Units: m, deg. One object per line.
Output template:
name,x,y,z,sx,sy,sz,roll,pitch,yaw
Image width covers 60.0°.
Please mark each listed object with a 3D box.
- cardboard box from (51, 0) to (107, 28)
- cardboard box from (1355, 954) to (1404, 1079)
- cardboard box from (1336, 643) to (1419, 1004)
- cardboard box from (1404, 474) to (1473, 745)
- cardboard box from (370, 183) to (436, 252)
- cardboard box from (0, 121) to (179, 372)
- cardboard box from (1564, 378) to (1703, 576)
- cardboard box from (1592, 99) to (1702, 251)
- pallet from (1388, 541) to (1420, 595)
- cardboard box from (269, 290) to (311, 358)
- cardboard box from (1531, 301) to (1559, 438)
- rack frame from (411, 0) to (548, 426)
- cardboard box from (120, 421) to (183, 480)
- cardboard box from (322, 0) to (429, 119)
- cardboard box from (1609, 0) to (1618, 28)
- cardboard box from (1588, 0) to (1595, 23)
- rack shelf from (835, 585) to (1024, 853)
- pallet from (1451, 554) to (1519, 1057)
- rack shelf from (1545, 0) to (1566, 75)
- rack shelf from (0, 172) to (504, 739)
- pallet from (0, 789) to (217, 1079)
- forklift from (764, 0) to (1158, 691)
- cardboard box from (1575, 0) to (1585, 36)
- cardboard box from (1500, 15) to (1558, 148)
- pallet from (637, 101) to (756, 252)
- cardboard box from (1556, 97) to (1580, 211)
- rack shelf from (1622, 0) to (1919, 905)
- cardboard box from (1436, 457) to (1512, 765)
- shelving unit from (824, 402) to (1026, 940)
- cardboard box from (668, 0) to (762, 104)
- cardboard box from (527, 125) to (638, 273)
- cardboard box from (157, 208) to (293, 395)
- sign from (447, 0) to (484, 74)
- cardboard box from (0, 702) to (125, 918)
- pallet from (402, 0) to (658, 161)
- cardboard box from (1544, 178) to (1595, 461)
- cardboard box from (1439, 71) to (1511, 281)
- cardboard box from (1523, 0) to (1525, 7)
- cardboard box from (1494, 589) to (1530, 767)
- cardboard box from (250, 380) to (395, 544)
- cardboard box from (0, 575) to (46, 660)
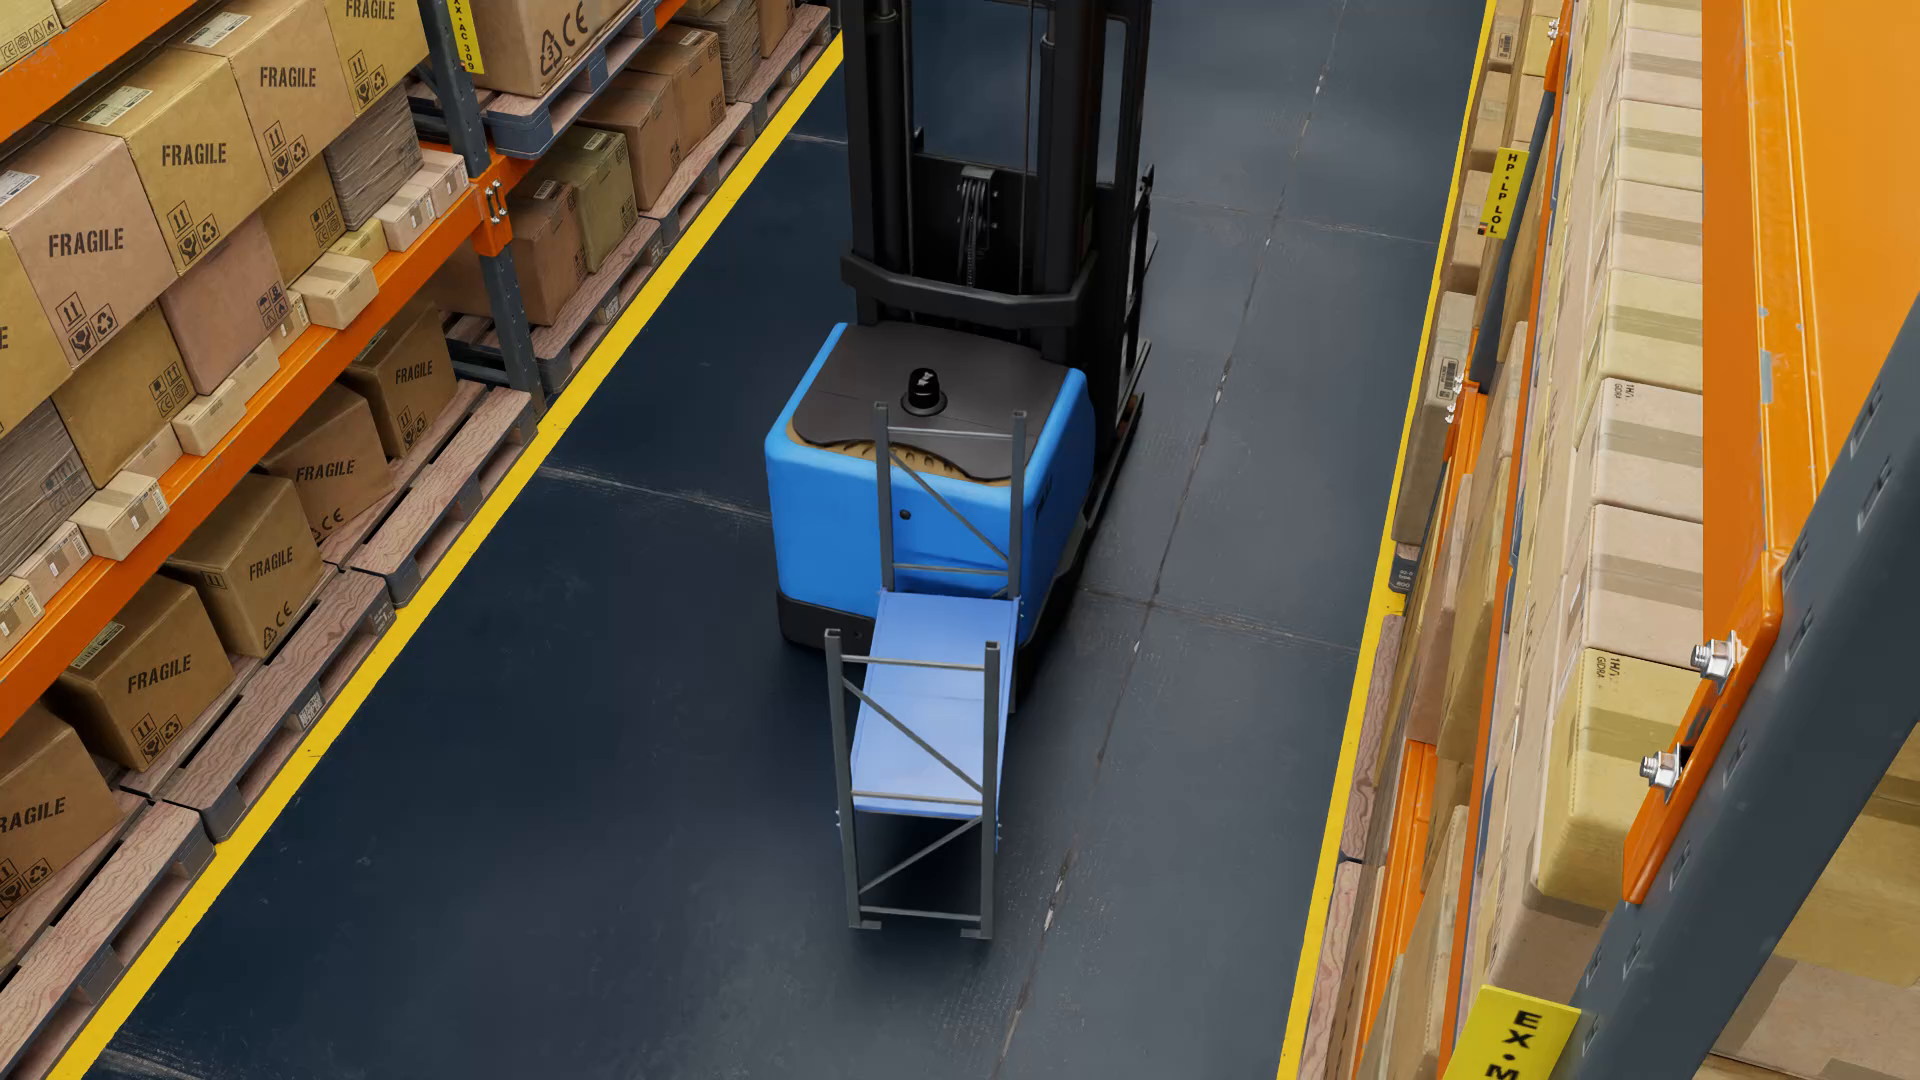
cardboard box,-2.626,-1.714,4.719,0.500,0.250,0.500,12,46,12
cardboard box,1.281,1.361,3.506,0.875,0.550,0.550,13,46,13
cardboard box,1.751,0.992,5.210,0.875,0.875,0.875,13,46,13
cardboard box,1.756,0.278,4.613,0.875,0.550,0.550,13,46,13
cardboard box,-2.289,-1.282,6.494,0.380,0.149,0.250,13,46,13
cardboard box,-2.750,-0.884,4.908,0.500,0.500,0.500,13,46,13
cardboard box,0.999,-0.044,2.142,0.380,0.149,0.250,13,46,13
cardboard box,1.230,-0.554,2.664,0.380,0.149,0.250,12,46,12
pallet,2.439,-0.157,7.159,1.003,0.211,1.213,13,46,13
cardboard box,-2.593,-0.799,6.000,0.380,0.149,0.250,13,46,13
cardboard box,1.229,-0.266,2.939,0.380,0.149,0.250,13,46,13
rack frame,-2.419,-1.742,6.784,1.000,3.000,0.127,13,46,13
cardboard box,-2.821,-0.299,5.490,0.380,0.149,0.250,13,46,13
cardboard box,-2.293,-1.883,5.929,0.500,0.500,0.500,13,46,13
cardboard box,1.459,-1.058,3.178,0.380,0.149,0.250,12,46,12
cardboard box,1.711,-1.331,3.743,0.500,0.250,0.500,12,46,12
rack shelf,-0.084,0.592,5.729,0.538,0.185,1.000,4,45,4
pallet,1.281,0.505,2.406,1.003,0.211,1.213,13,46,13
rack shelf,2.883,-2.772,6.206,1.077,0.370,4.000,13,46,13
rack shelf,-3.025,-0.151,5.673,1.077,0.370,4.000,13,46,13
pallet,-3.328,1.337,5.632,1.003,0.211,1.213,13,46,13
forklift,0.212,-1.506,6.592,1.130,2.935,3.031,13,46,13
cardboard box,1.690,-1.282,3.978,0.380,0.149,0.250,12,46,12
cardboard box,2.487,-1.738,6.708,0.500,0.500,0.500,13,46,13
pallet,-1.817,-2.080,9.124,1.003,0.211,1.213,13,46,13
cardboard box,1.459,-0.772,3.456,0.380,0.149,0.250,13,46,13
rack shelf,1.672,-1.035,2.573,1.077,0.370,4.000,13,46,13
cardboard box,1.629,0.252,3.867,0.875,0.550,0.500,13,46,13
shelving unit,-0.084,0.463,5.603,0.538,1.500,1.048,4,45,4
cardboard box,-1.547,-2.848,9.388,0.700,0.500,0.500,9,45,9
cardboard box,-2.050,-1.724,8.239,0.700,0.500,0.500,12,46,12
cardboard box,-2.855,-0.916,5.657,0.875,0.500,0.500,13,46,13
sign,-1.900,-1.941,6.369,0.100,0.325,0.005,13,46,13
cardboard box,-3.277,0.850,5.623,0.500,0.500,0.500,24,49,23
pallet,-2.049,-2.152,7.340,1.003,0.211,1.213,13,46,13
cardboard box,1.253,-0.321,2.711,0.500,0.250,0.500,12,46,12
cardboard box,2.957,-1.666,8.015,1.050,0.750,0.750,13,46,13
cardboard box,2.944,-2.744,7.737,0.500,0.500,0.500,12,46,12
cardboard box,0.998,0.242,2.420,0.380,0.149,0.250,13,46,13
cardboard box,-2.745,-0.357,6.856,0.500,0.500,0.500,27,50,25
cardboard box,-2.995,0.213,4.967,0.380,0.149,0.250,13,46,13
